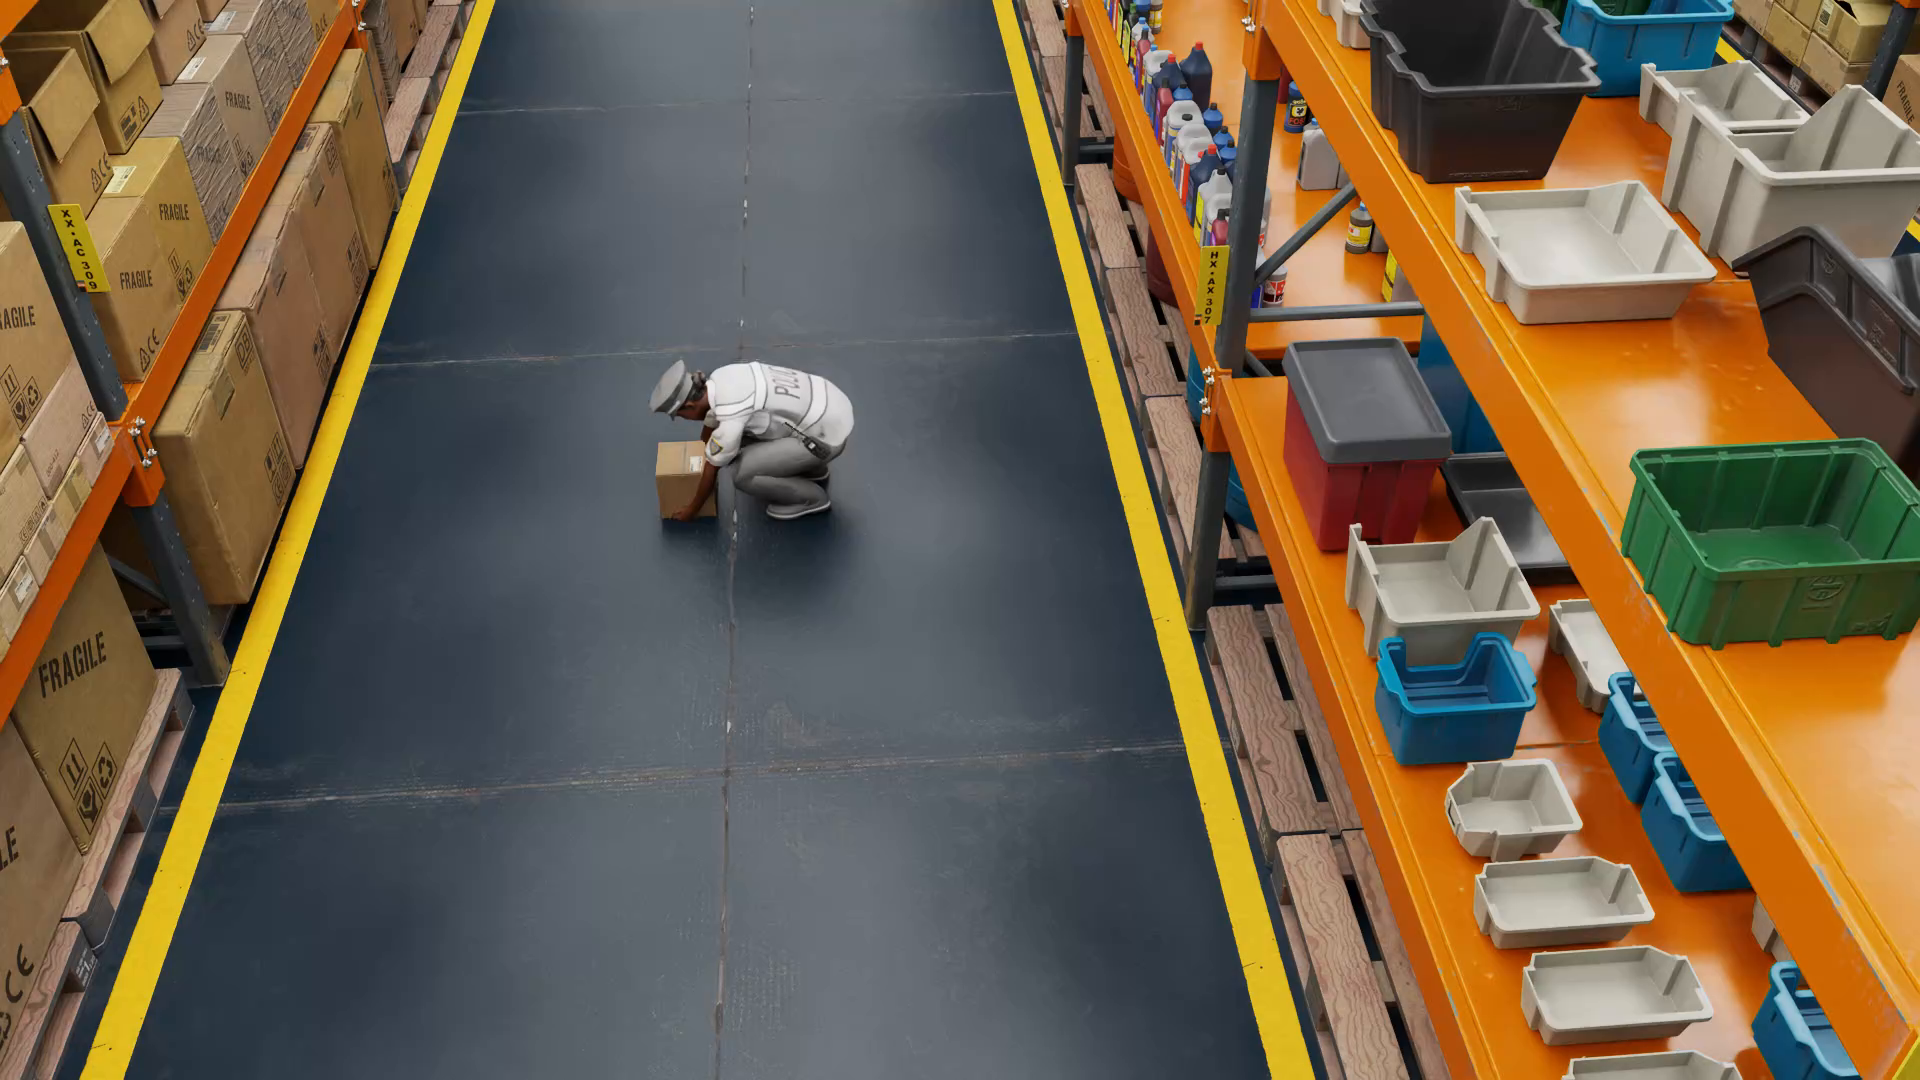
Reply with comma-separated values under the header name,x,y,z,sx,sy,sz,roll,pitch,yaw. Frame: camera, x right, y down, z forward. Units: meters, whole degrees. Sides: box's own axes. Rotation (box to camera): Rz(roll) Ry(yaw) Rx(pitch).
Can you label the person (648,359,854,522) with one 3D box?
name,x,y,z,sx,sy,sz,roll,pitch,yaw
person,-0.922,-0.469,7.481,0.893,0.838,0.478,-3,39,-4
